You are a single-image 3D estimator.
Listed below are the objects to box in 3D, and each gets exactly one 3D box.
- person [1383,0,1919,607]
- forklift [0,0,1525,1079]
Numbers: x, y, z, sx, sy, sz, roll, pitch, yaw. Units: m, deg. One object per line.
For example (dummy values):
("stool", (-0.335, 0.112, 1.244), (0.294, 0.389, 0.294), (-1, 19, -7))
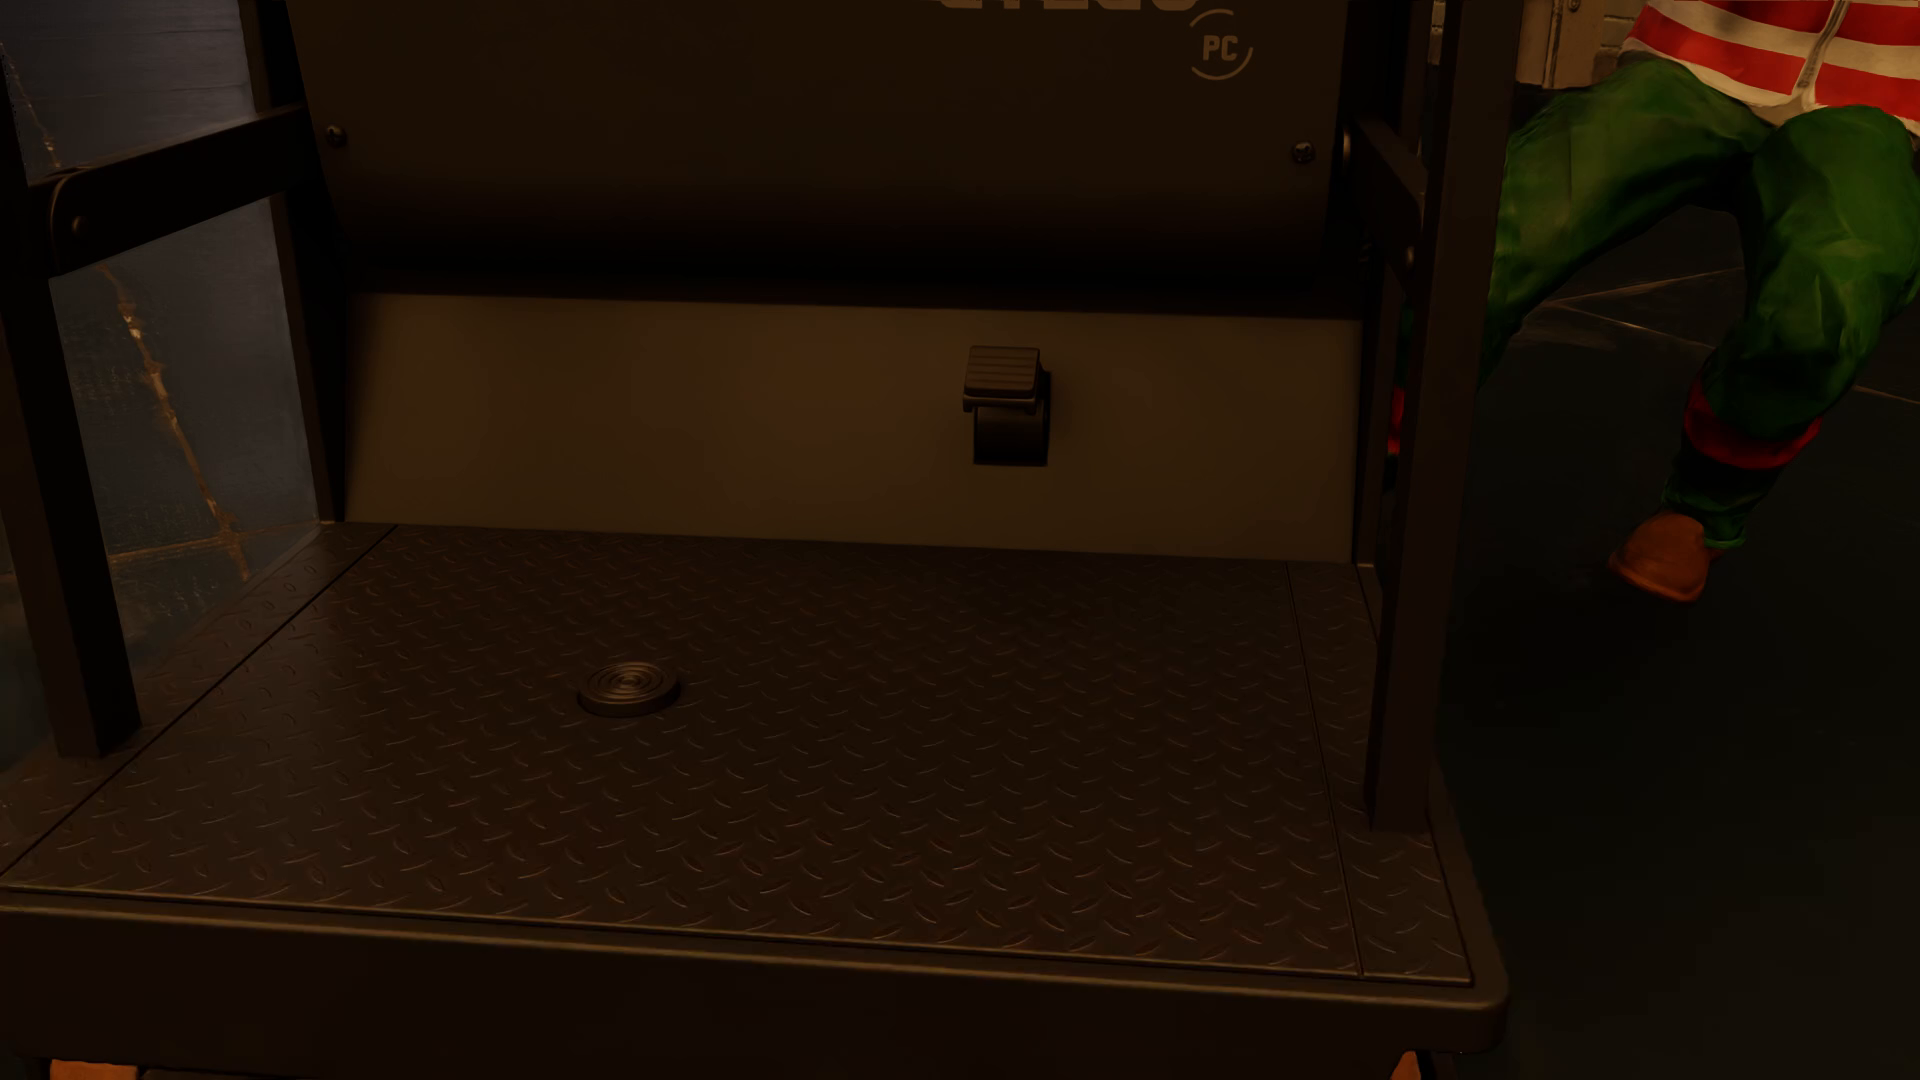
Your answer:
("person", (1.083, -0.550, 2.012), (1.615, 1.476, 0.804), (5, 23, 11))
("forklift", (-0.152, -0.944, 1.074), (1.130, 2.935, 3.031), (2, 22, 6))
